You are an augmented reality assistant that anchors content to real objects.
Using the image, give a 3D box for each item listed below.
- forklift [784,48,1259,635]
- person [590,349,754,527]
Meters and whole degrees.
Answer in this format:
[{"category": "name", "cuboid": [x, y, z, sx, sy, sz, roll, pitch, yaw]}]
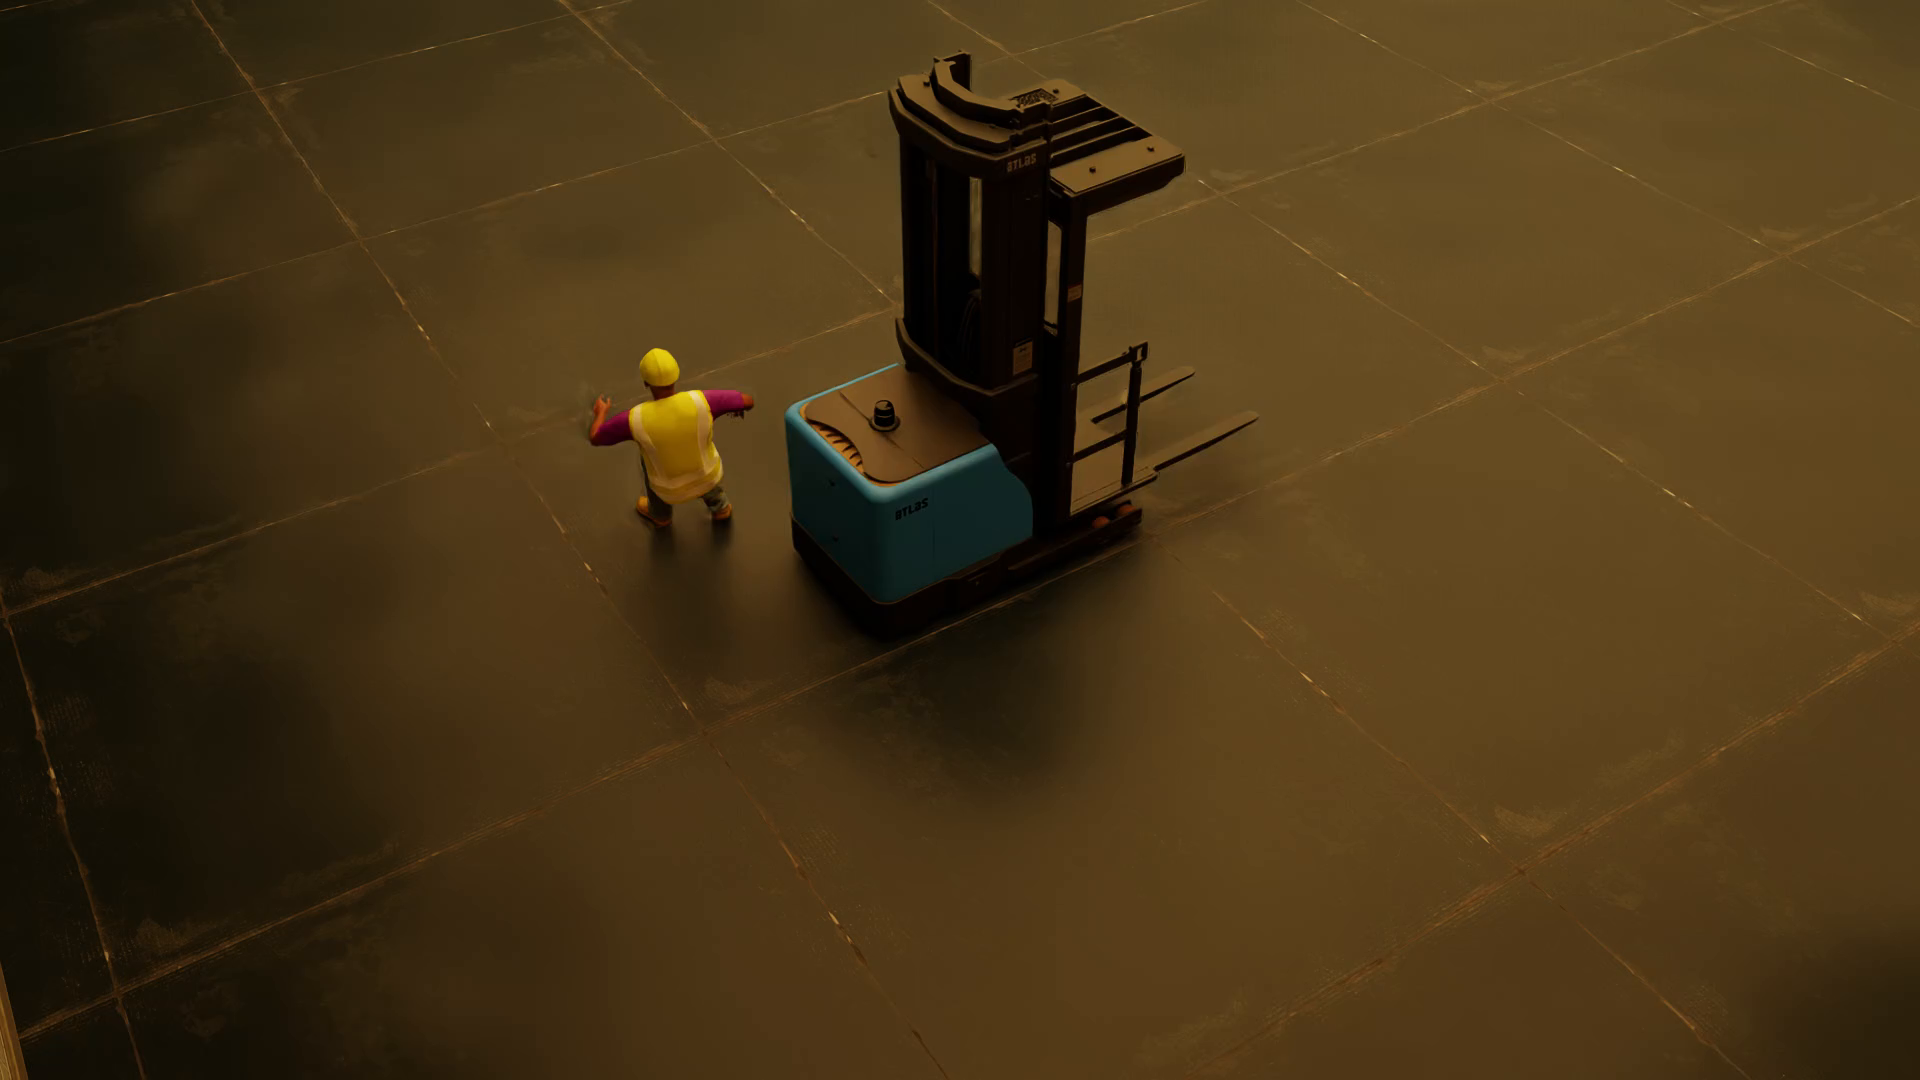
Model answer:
[{"category": "forklift", "cuboid": [0.495, -1.341, 9.405, 3.031, 2.935, 1.130, -25, 47, -26]}, {"category": "person", "cuboid": [-1.689, -0.578, 9.631, 0.926, 1.508, 0.874, -19, 45, -20]}]
